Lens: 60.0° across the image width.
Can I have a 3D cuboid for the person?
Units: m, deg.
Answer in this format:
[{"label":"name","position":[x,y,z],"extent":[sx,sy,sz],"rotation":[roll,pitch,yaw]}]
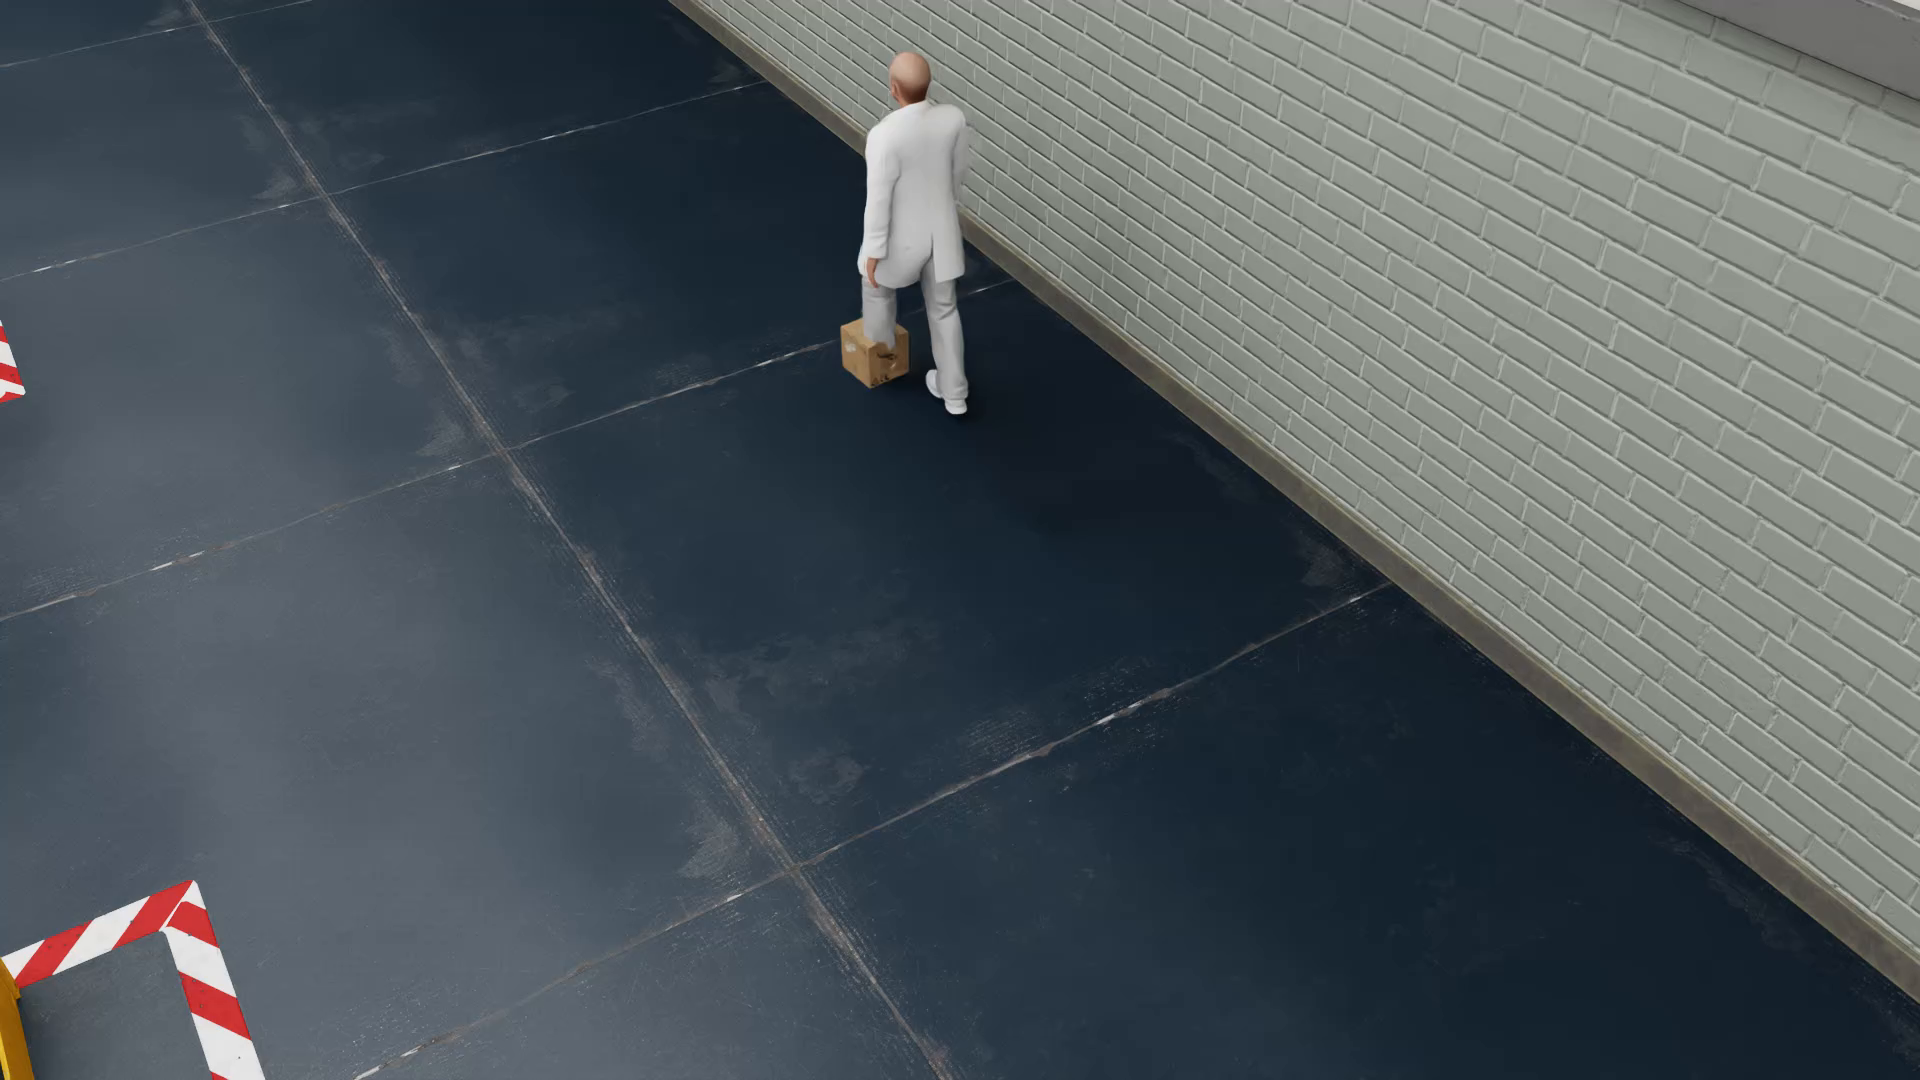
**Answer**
[{"label":"person","position":[-0.248,-1.467,7.919],"extent":[0.631,1.807,0.877],"rotation":[-21,45,-23]}]
